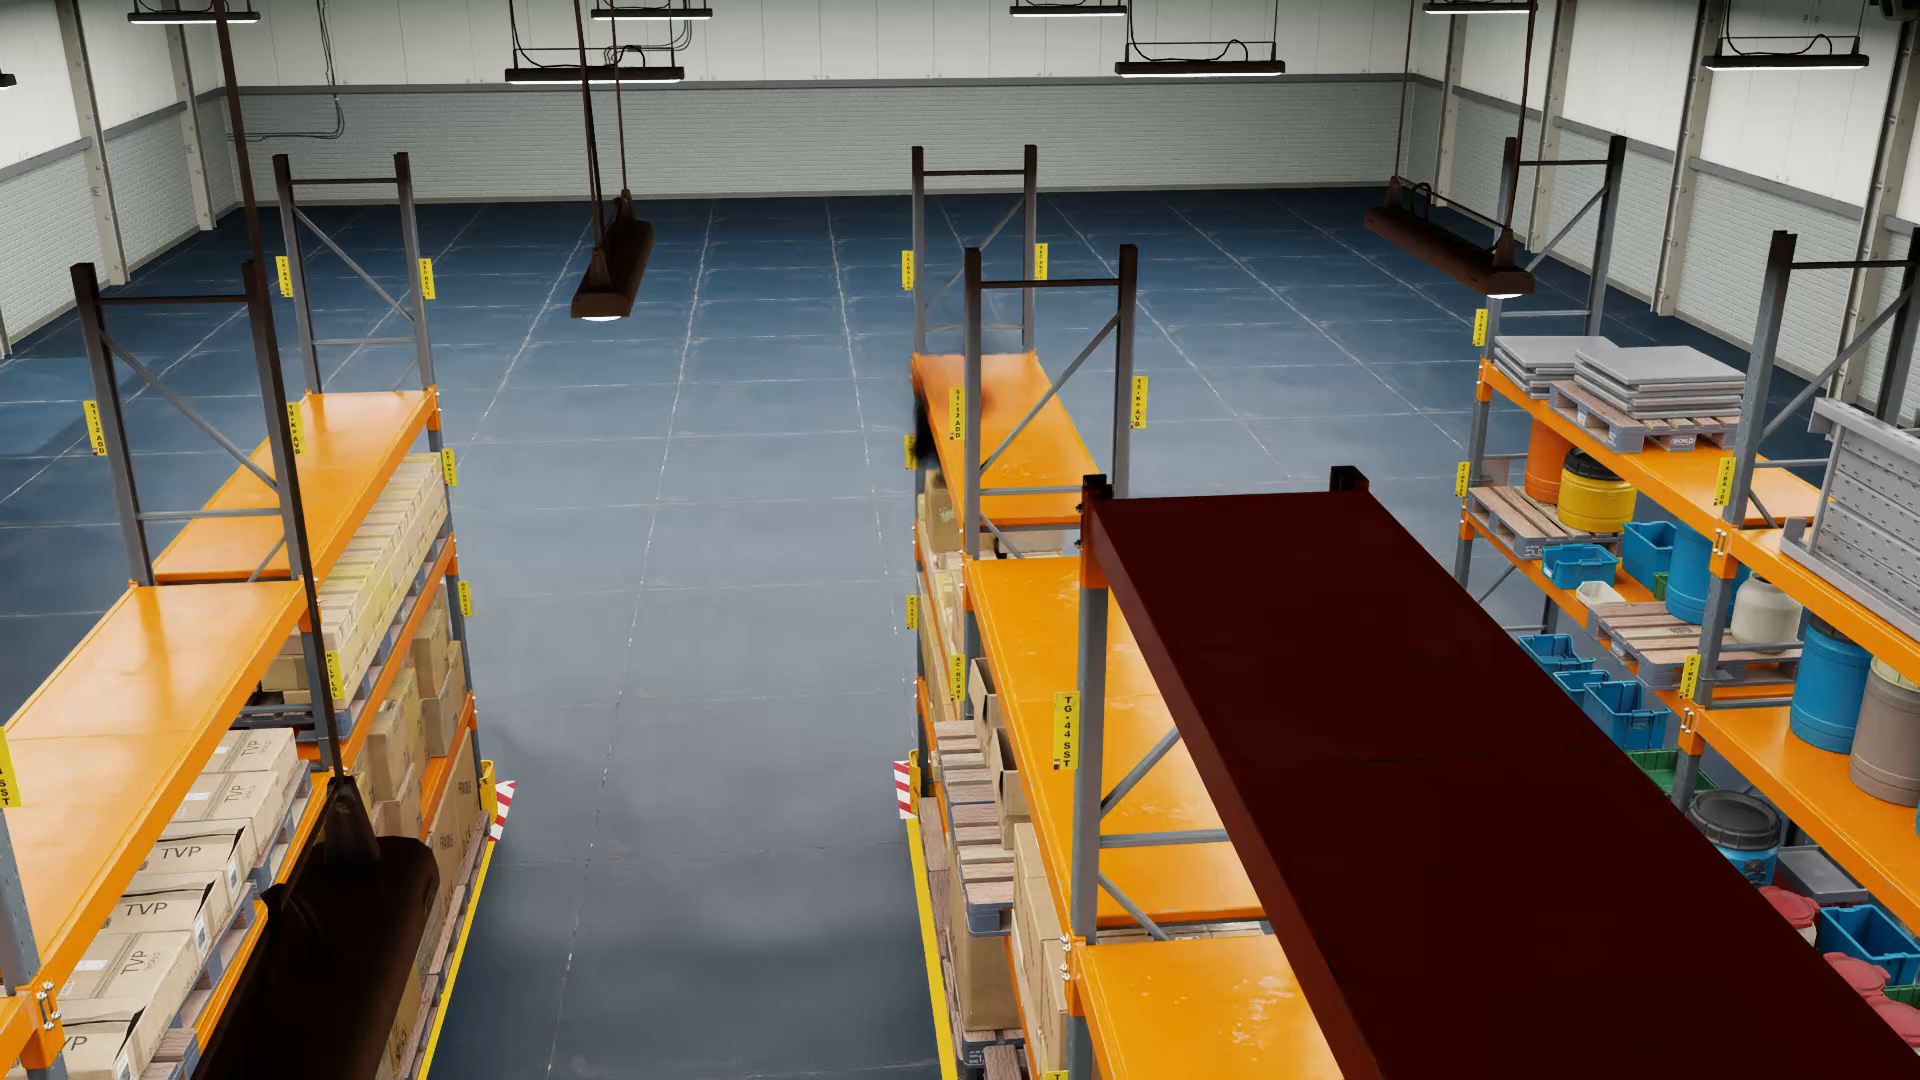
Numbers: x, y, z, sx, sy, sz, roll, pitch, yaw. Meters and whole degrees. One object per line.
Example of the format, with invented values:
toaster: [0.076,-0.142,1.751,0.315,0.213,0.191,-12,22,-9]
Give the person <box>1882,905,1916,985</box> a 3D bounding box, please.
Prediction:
person: [7.081,2.707,12.398,0.657,1.835,0.756,-4,22,-11]
